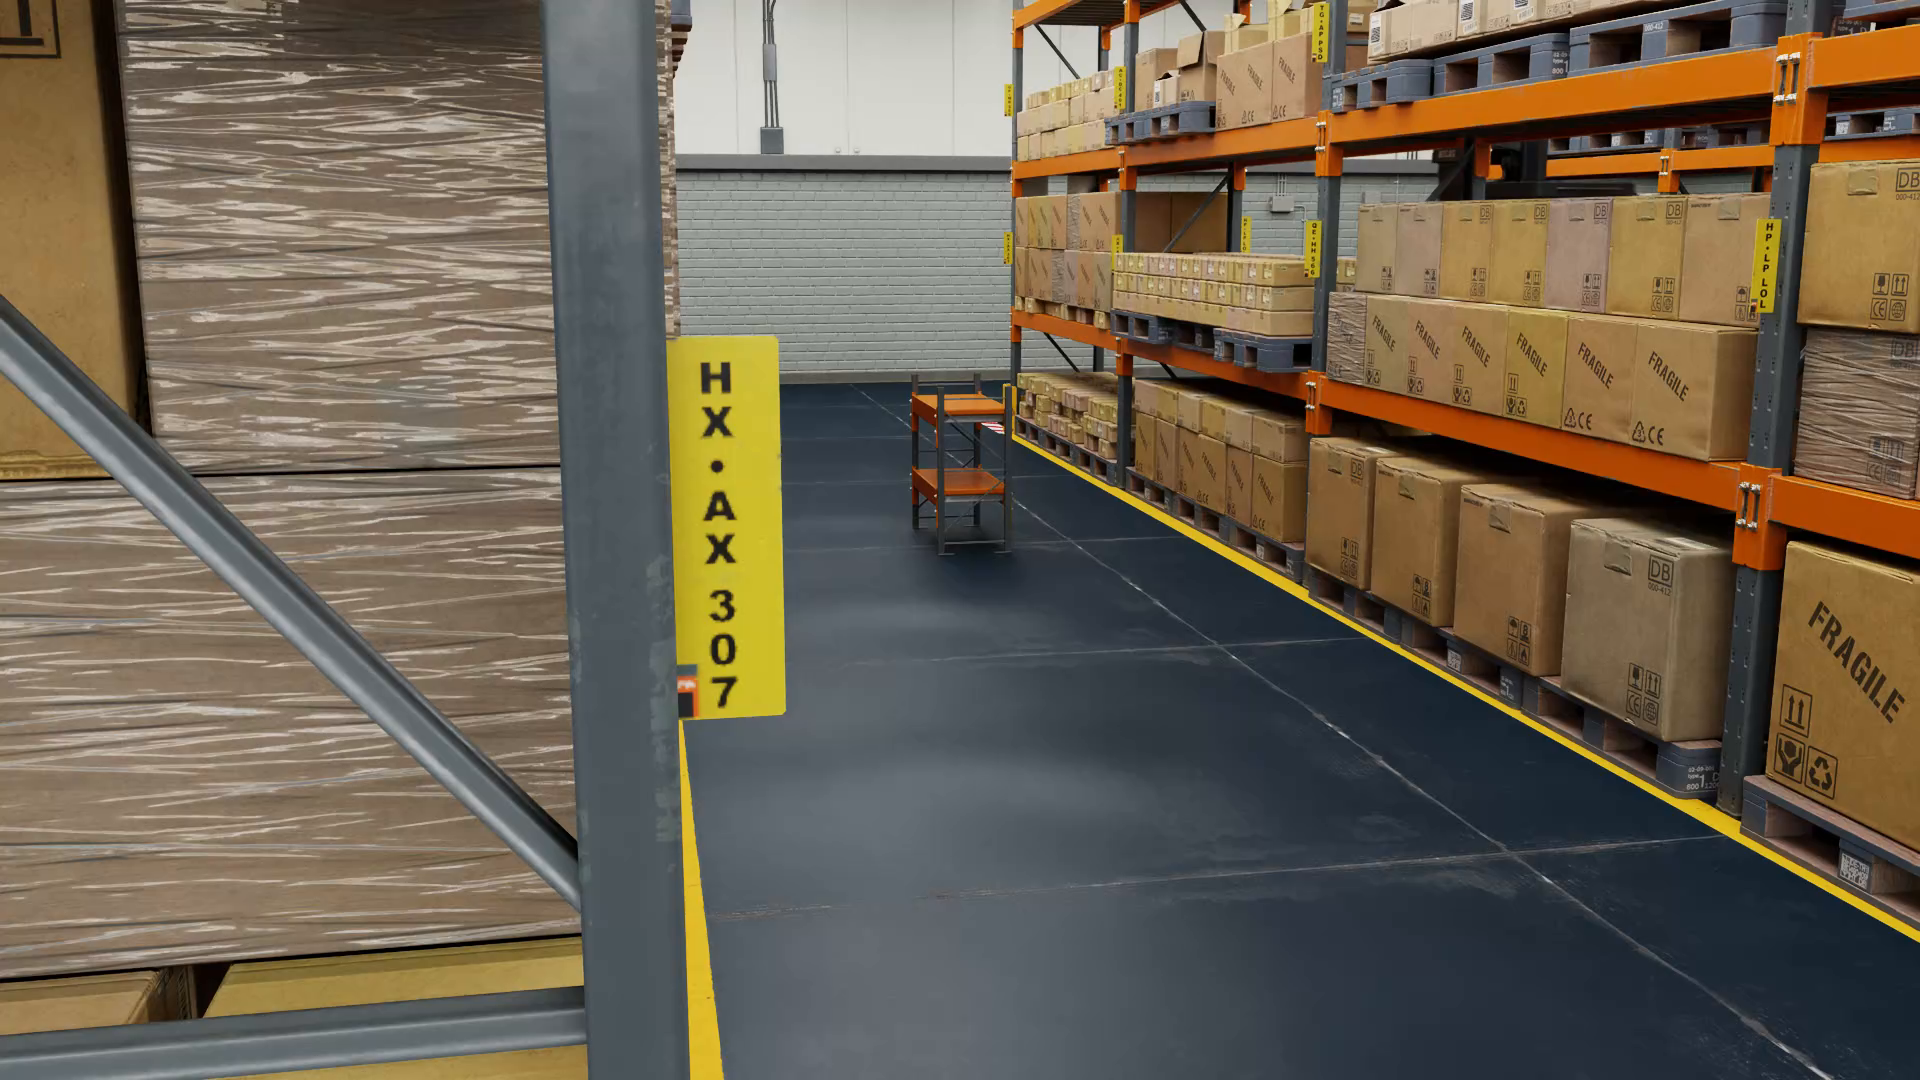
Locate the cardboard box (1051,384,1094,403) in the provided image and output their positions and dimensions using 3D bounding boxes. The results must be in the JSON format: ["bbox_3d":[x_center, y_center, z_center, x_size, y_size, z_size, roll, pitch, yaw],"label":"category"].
[{"bbox_3d":[1.085,-1.408,15.982,0.380,0.149,0.250,-2,11,-10],"label":"cardboard box"}]

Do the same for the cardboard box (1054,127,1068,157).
[{"bbox_3d":[1.178,-3.681,15.395,0.500,0.250,0.500,-2,11,-11],"label":"cardboard box"}]

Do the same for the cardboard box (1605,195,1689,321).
[{"bbox_3d":[3.171,-1.183,6.951,0.700,0.500,0.500,-2,11,-12],"label":"cardboard box"}]

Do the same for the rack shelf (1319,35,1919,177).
[{"bbox_3d":[2.986,-1.945,7.795,1.077,0.370,4.000,-2,11,-11],"label":"rack shelf"}]

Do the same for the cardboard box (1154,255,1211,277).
[{"bbox_3d":[1.648,-2.021,12.248,0.380,0.149,0.250,-2,11,-11],"label":"cardboard box"}]

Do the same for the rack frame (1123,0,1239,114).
[{"bbox_3d":[1.819,-4.872,13.229,1.000,3.000,0.127,-2,11,-11],"label":"rack frame"}]

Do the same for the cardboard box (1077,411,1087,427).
[{"bbox_3d":[1.290,-1.117,15.247,0.380,0.149,0.250,-2,11,-10],"label":"cardboard box"}]

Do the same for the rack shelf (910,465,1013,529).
[{"bbox_3d":[-0.001,-0.314,11.644,0.538,0.278,1.000,-2,11,-11],"label":"rack shelf"}]

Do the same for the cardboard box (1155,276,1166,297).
[{"bbox_3d":[1.653,-1.874,12.271,0.380,0.149,0.250,-2,11,-9],"label":"cardboard box"}]

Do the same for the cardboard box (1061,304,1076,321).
[{"bbox_3d":[1.159,-2.130,15.536,0.380,0.149,0.250,-2,11,-10],"label":"cardboard box"}]

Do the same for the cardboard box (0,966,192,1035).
[{"bbox_3d":[-0.990,0.516,1.635,0.380,0.149,0.250,-2,11,-11],"label":"cardboard box"}]

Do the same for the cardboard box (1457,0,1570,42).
[{"bbox_3d":[2.719,-2.550,7.897,0.500,0.311,0.500,-2,11,-12],"label":"cardboard box"}]

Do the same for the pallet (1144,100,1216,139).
[{"bbox_3d":[2.039,-2.999,11.913,1.213,0.211,1.003,-2,11,-11],"label":"pallet"}]

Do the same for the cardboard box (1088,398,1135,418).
[{"bbox_3d":[1.350,-1.170,14.732,0.380,0.149,0.250,-2,11,-12],"label":"cardboard box"}]

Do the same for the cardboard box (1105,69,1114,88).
[{"bbox_3d":[1.429,-3.862,13.941,0.380,0.149,0.250,-2,11,-10],"label":"cardboard box"}]

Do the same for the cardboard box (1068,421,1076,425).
[{"bbox_3d":[1.222,-1.031,15.591,0.380,0.149,0.250,-2,11,-10],"label":"cardboard box"}]

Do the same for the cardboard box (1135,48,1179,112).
[{"bbox_3d":[1.785,-3.581,13.074,0.700,0.500,0.500,-2,11,-11],"label":"cardboard box"}]

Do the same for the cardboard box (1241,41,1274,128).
[{"bbox_3d":[2.127,-2.901,10.626,0.500,0.500,0.500,-2,11,-11],"label":"cardboard box"}]

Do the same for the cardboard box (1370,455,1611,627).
[{"bbox_3d":[2.800,-0.018,8.661,1.050,0.750,0.750,-2,11,-10],"label":"cardboard box"}]

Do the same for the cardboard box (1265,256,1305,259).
[{"bbox_3d":[2.395,-1.946,11.853,0.380,0.149,0.250,-2,11,-12],"label":"cardboard box"}]

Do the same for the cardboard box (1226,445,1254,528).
[{"bbox_3d":[2.115,-0.377,11.215,0.500,0.500,0.500,-2,11,-9],"label":"cardboard box"}]

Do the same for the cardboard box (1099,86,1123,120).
[{"bbox_3d":[1.480,-3.646,13.873,0.500,0.250,0.500,-3,11,-14],"label":"cardboard box"}]

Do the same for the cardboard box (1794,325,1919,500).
[{"bbox_3d":[3.458,-0.465,5.714,0.875,0.550,0.550,-2,11,-11],"label":"cardboard box"}]

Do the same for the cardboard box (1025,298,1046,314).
[{"bbox_3d":[0.872,-2.368,16.786,0.380,0.149,0.250,-2,11,-13],"label":"cardboard box"}]

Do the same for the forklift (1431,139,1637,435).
[{"bbox_3d":[4.522,-1.757,13.088,1.130,2.935,3.031,-6,12,-28],"label":"forklift"}]

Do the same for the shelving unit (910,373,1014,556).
[{"bbox_3d":[-0.001,-0.554,11.598,0.538,1.125,1.048,-2,11,-11],"label":"shelving unit"}]

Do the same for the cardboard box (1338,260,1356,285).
[{"bbox_3d":[2.642,-1.708,10.605,0.380,0.149,0.250,-2,11,-13],"label":"cardboard box"}]

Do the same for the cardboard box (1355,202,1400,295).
[{"bbox_3d":[2.674,-1.649,9.398,0.700,0.500,0.500,-2,11,-11],"label":"cardboard box"}]

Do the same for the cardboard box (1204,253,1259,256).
[{"bbox_3d":[2.142,-2.185,13.110,0.380,0.149,0.250,-2,11,-13],"label":"cardboard box"}]

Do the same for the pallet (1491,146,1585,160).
[{"bbox_3d":[6.031,-4.152,17.702,1.003,0.211,1.213,-2,11,-11],"label":"pallet"}]

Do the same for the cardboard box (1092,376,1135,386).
[{"bbox_3d":[1.560,-1.578,16.876,0.380,0.149,0.250,-2,11,-12],"label":"cardboard box"}]

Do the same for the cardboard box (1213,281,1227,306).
[{"bbox_3d":[1.899,-1.638,11.032,0.380,0.149,0.250,-2,11,-11],"label":"cardboard box"}]

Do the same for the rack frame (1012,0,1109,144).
[{"bbox_3d":[1.041,-5.606,17.083,1.000,3.000,0.127,-2,11,-11],"label":"rack frame"}]

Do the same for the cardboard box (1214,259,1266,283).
[{"bbox_3d":[1.899,-1.783,11.000,0.380,0.149,0.250,-2,11,-9],"label":"cardboard box"}]

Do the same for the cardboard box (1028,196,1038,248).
[{"bbox_3d":[0.972,-3.161,16.545,0.500,0.500,0.500,-2,11,-9],"label":"cardboard box"}]

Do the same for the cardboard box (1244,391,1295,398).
[{"bbox_3d":[2.415,-0.953,12.240,0.500,0.250,0.500,-3,11,-14],"label":"cardboard box"}]

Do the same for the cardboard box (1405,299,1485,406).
[{"bbox_3d":[2.619,-0.963,8.466,0.500,0.500,0.500,-2,11,-11],"label":"cardboard box"}]

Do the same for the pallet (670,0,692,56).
[{"bbox_3d":[-1.526,-1.795,5.583,1.213,0.211,1.003,-2,11,-11],"label":"pallet"}]

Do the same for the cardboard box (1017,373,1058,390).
[{"bbox_3d":[0.810,-1.649,17.246,0.380,0.149,0.250,-3,11,-14],"label":"cardboard box"}]

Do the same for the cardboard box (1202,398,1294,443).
[{"bbox_3d":[2.014,-0.840,11.646,0.500,0.250,0.500,-2,11,-10],"label":"cardboard box"}]

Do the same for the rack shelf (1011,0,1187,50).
[{"bbox_3d":[1.430,-4.884,15.223,1.077,0.370,4.000,-2,11,-11],"label":"rack shelf"}]

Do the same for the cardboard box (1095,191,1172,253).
[{"bbox_3d":[1.462,-2.688,14.060,0.500,0.500,0.500,-3,11,-13],"label":"cardboard box"}]

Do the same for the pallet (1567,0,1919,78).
[{"bbox_3d":[3.148,-2.004,6.692,0.805,0.209,1.217,-3,11,-13],"label":"pallet"}]

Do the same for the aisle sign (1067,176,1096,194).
[{"bbox_3d":[1.321,-3.960,17.529,0.394,0.787,0.004,-2,11,-11],"label":"aisle sign"}]

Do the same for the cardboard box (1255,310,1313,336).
[{"bbox_3d":[2.050,-1.348,10.307,0.380,0.149,0.250,-2,11,-10],"label":"cardboard box"}]

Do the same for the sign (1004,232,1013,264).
[{"bbox_3d":[0.509,-3.064,17.459,0.100,0.325,0.005,-2,11,-11],"label":"sign"}]

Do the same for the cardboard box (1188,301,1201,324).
[{"bbox_3d":[1.806,-1.584,11.544,0.380,0.149,0.250,-2,11,-9],"label":"cardboard box"}]

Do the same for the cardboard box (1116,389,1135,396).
[{"bbox_3d":[1.686,-1.335,15.598,0.380,0.149,0.250,-3,11,-13],"label":"cardboard box"}]

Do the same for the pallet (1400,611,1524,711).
[{"bbox_3d":[2.910,0.549,8.249,1.003,0.211,1.213,-2,11,-11],"label":"pallet"}]

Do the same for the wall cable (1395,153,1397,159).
[{"bbox_3d":[5.232,-6.864,23.695,2.355,3.000,0.029,-2,11,-11],"label":"wall cable"}]

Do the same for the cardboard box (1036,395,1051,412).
[{"bbox_3d":[0.967,-1.361,16.528,0.380,0.149,0.250,-2,11,-9],"label":"cardboard box"}]

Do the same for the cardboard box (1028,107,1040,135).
[{"bbox_3d":[0.974,-4.119,16.355,0.500,0.250,0.500,-2,11,-12],"label":"cardboard box"}]

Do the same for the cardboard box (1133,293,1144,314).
[{"bbox_3d":[1.549,-1.823,12.799,0.380,0.149,0.250,-2,11,-11],"label":"cardboard box"}]

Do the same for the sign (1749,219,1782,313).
[{"bbox_3d":[2.844,-0.966,5.867,0.100,0.325,0.005,-2,11,-11],"label":"sign"}]

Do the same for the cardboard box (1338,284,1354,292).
[{"bbox_3d":[2.645,-1.566,10.657,0.380,0.149,0.250,-2,11,-8],"label":"cardboard box"}]

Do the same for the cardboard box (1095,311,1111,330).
[{"bbox_3d":[1.377,-1.889,14.271,0.380,0.149,0.250,-2,11,-13],"label":"cardboard box"}]

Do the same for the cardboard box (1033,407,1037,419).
[{"bbox_3d":[0.960,-1.312,17.069,0.380,0.149,0.250,-2,11,-11],"label":"cardboard box"}]

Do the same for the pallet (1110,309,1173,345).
[{"bbox_3d":[1.825,-1.686,13.043,1.003,0.211,1.213,-2,11,-11],"label":"pallet"}]

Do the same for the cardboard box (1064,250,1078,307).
[{"bbox_3d":[1.252,-2.386,15.145,0.500,0.500,0.500,-2,11,-11],"label":"cardboard box"}]
